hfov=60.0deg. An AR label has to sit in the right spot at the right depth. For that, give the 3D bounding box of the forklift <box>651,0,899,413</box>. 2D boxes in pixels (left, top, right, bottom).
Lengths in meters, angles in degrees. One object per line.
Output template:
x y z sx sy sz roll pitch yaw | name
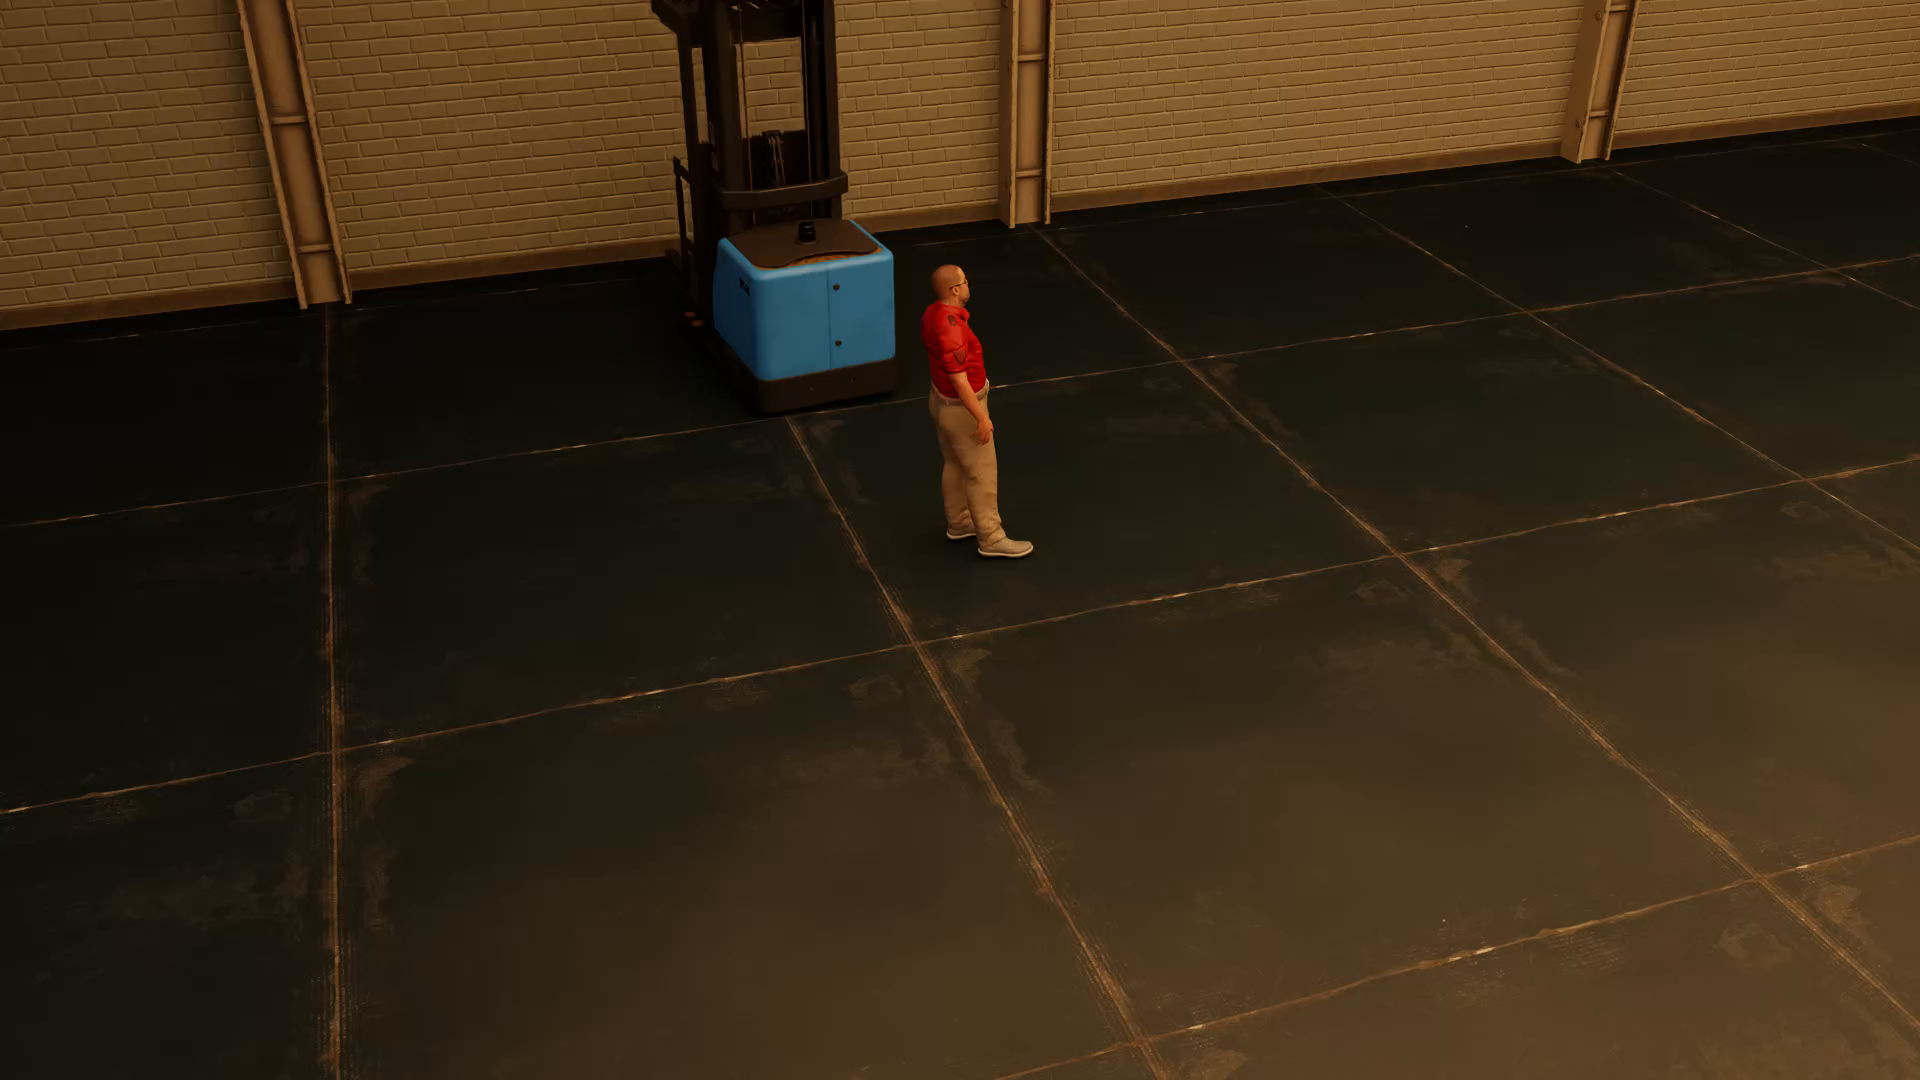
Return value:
-1.507 -2.856 12.050 1.130 2.935 3.031 -13 32 -21 | forklift

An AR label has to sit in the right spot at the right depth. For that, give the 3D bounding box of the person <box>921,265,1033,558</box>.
0.089 -0.765 9.607 0.550 1.727 0.642 -10 31 -16 | person
